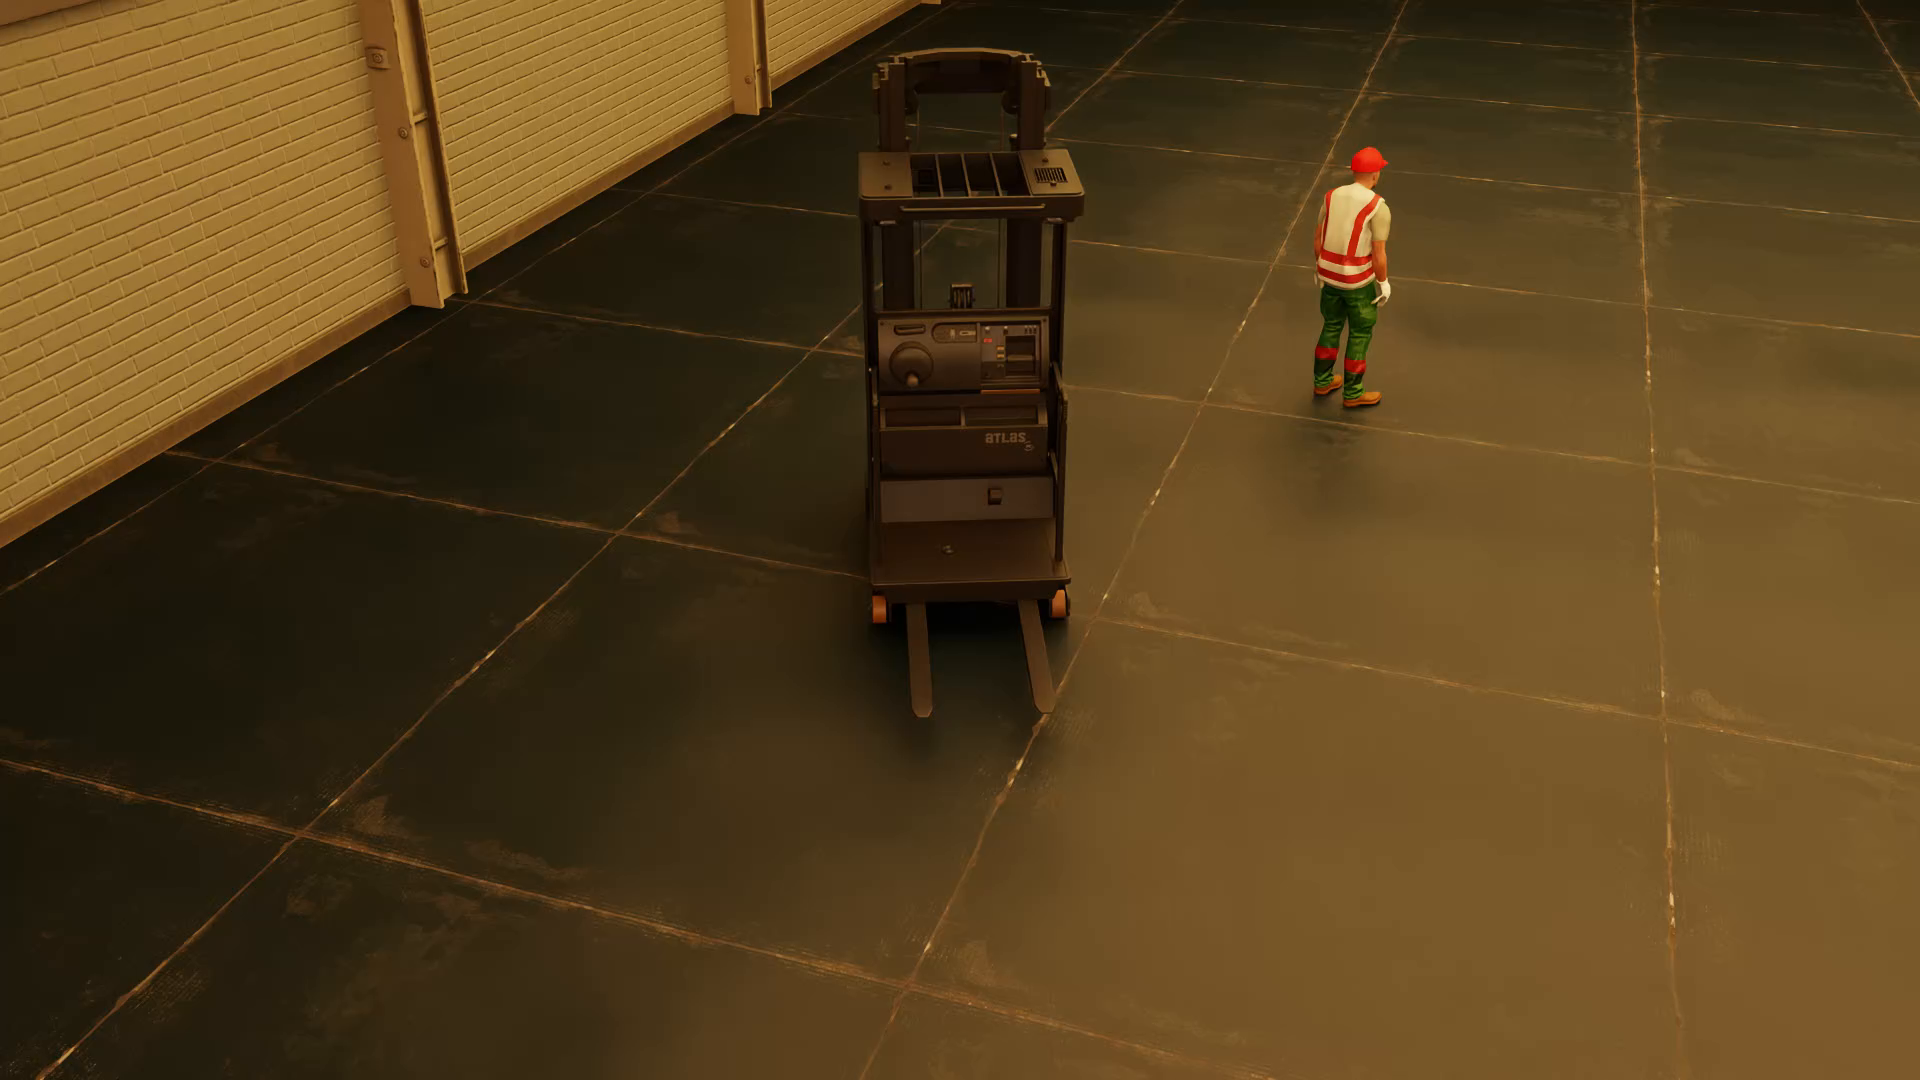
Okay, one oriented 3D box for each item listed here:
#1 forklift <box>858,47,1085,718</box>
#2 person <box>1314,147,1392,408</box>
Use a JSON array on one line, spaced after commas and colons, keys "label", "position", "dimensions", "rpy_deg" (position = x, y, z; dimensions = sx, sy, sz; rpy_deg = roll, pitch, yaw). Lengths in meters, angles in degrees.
[{"label": "forklift", "position": [0.035, -0.972, 8.842], "dimensions": [1.130, 2.935, 3.031], "rpy_deg": [-2, 30, -3]}, {"label": "person", "position": [2.716, -1.815, 11.488], "dimensions": [0.455, 1.779, 0.619], "rpy_deg": [-21, 36, -32]}]
